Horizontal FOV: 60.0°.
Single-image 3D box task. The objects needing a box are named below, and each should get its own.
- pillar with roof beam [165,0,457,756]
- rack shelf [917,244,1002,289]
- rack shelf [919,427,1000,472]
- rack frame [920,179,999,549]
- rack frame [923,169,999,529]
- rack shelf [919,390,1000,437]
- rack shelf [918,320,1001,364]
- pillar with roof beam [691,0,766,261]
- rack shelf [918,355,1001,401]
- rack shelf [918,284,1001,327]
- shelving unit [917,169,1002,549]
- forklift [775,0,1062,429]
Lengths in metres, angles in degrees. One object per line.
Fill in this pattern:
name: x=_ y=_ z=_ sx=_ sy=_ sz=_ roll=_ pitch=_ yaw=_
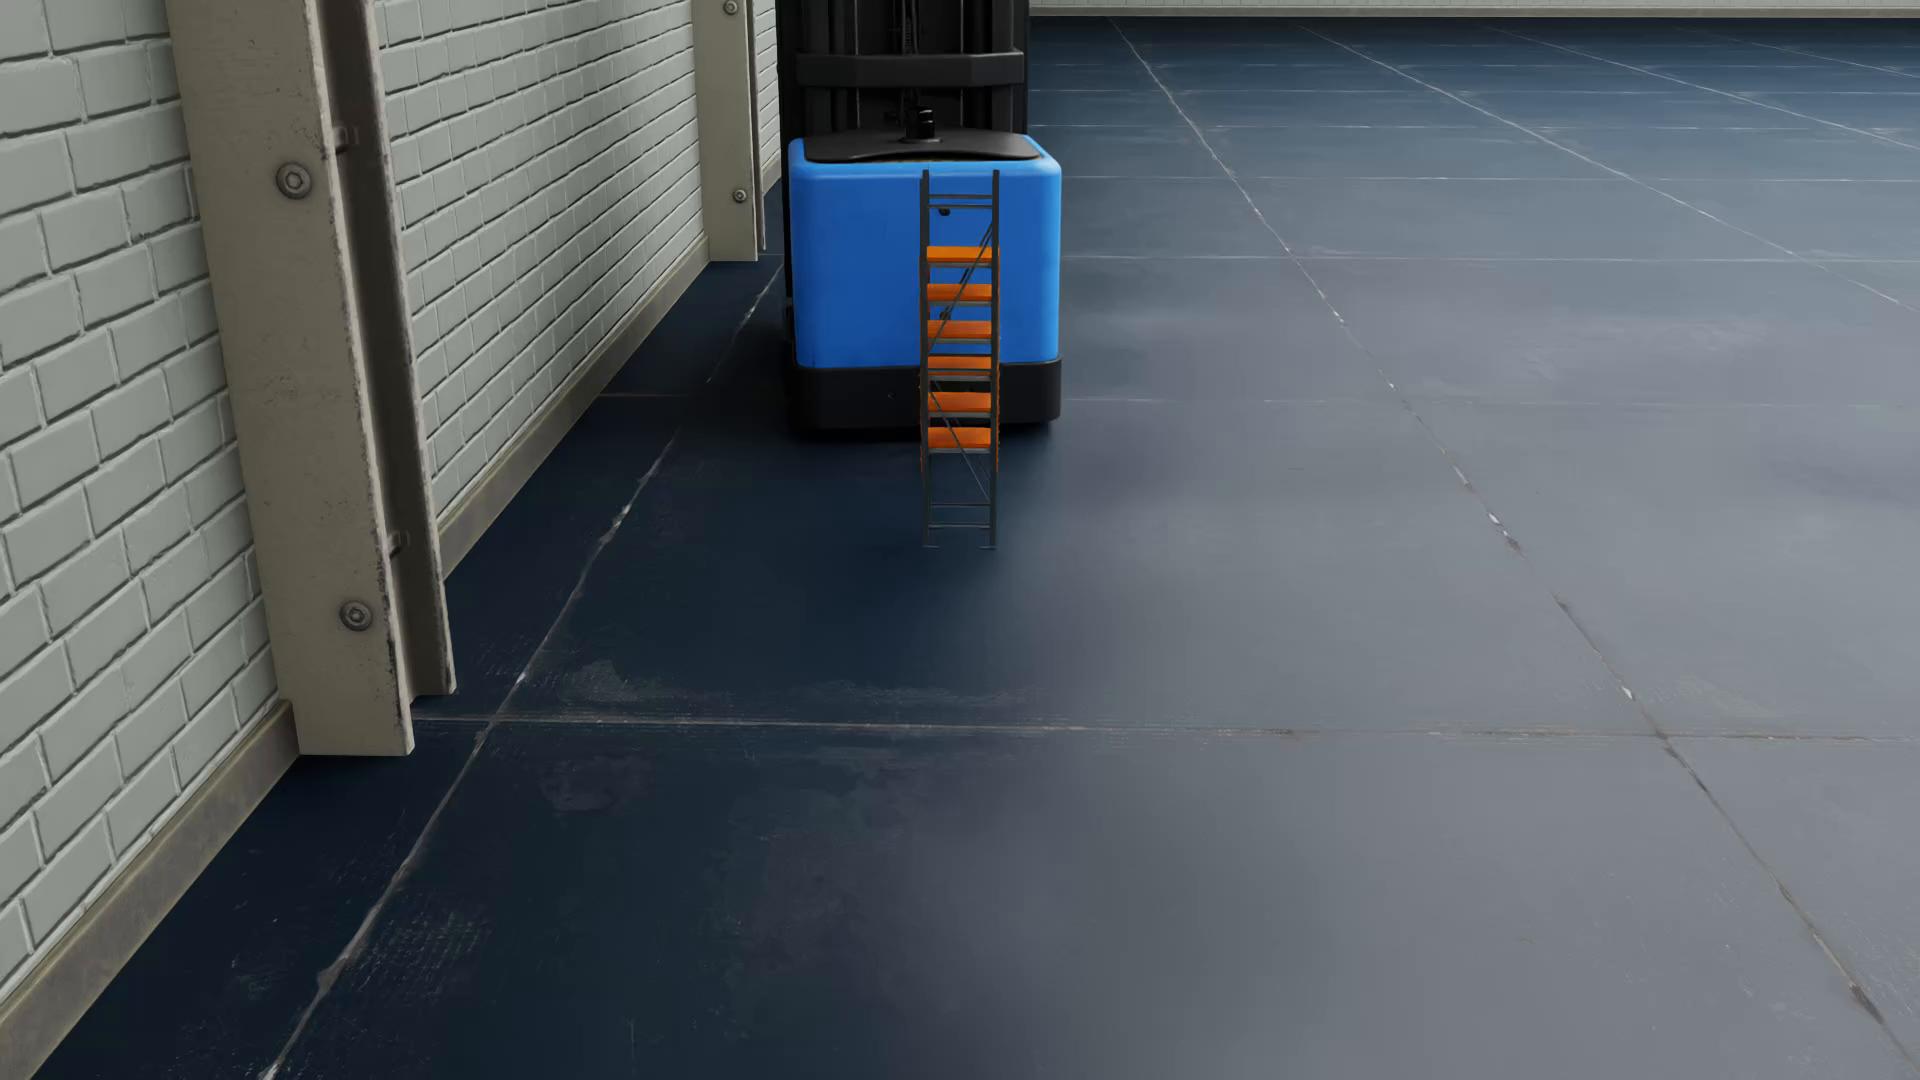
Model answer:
pillar with roof beam: x=2.779 y=-3.684 z=2.582 sx=9.100 sy=9.000 sz=0.400 roll=1 pitch=21 yaw=2
rack shelf: x=0.000 y=-0.859 z=5.211 sx=0.258 sy=0.103 sz=0.180 roll=1 pitch=21 yaw=2
rack shelf: x=0.000 y=-0.299 z=5.428 sx=0.258 sy=0.103 sz=0.180 roll=1 pitch=21 yaw=2
rack frame: x=-0.002 y=-0.532 z=5.240 sx=0.240 sy=1.200 sz=0.006 roll=1 pitch=21 yaw=2
rack frame: x=0.003 y=-0.598 z=5.411 sx=0.240 sy=1.200 sz=0.006 roll=1 pitch=21 yaw=2
rack shelf: x=0.000 y=-0.411 z=5.385 sx=0.258 sy=0.103 sz=0.180 roll=1 pitch=21 yaw=2
rack shelf: x=0.000 y=-0.635 z=5.298 sx=0.258 sy=0.103 sz=0.180 roll=1 pitch=21 yaw=2
pillar with roof beam: x=2.962 y=-5.853 z=8.173 sx=9.100 sy=9.000 sz=0.400 roll=1 pitch=21 yaw=2
rack shelf: x=0.000 y=-0.523 z=5.341 sx=0.258 sy=0.103 sz=0.180 roll=1 pitch=21 yaw=2
rack shelf: x=0.000 y=-0.747 z=5.255 sx=0.258 sy=0.103 sz=0.180 roll=1 pitch=21 yaw=2
shelving unit: x=0.000 y=-0.565 z=5.325 sx=0.258 sy=1.200 sz=0.189 roll=1 pitch=21 yaw=2
forklift: x=-0.274 y=-2.288 z=7.374 sx=1.130 sy=2.935 sz=3.031 roll=-2 pitch=21 yaw=-6
